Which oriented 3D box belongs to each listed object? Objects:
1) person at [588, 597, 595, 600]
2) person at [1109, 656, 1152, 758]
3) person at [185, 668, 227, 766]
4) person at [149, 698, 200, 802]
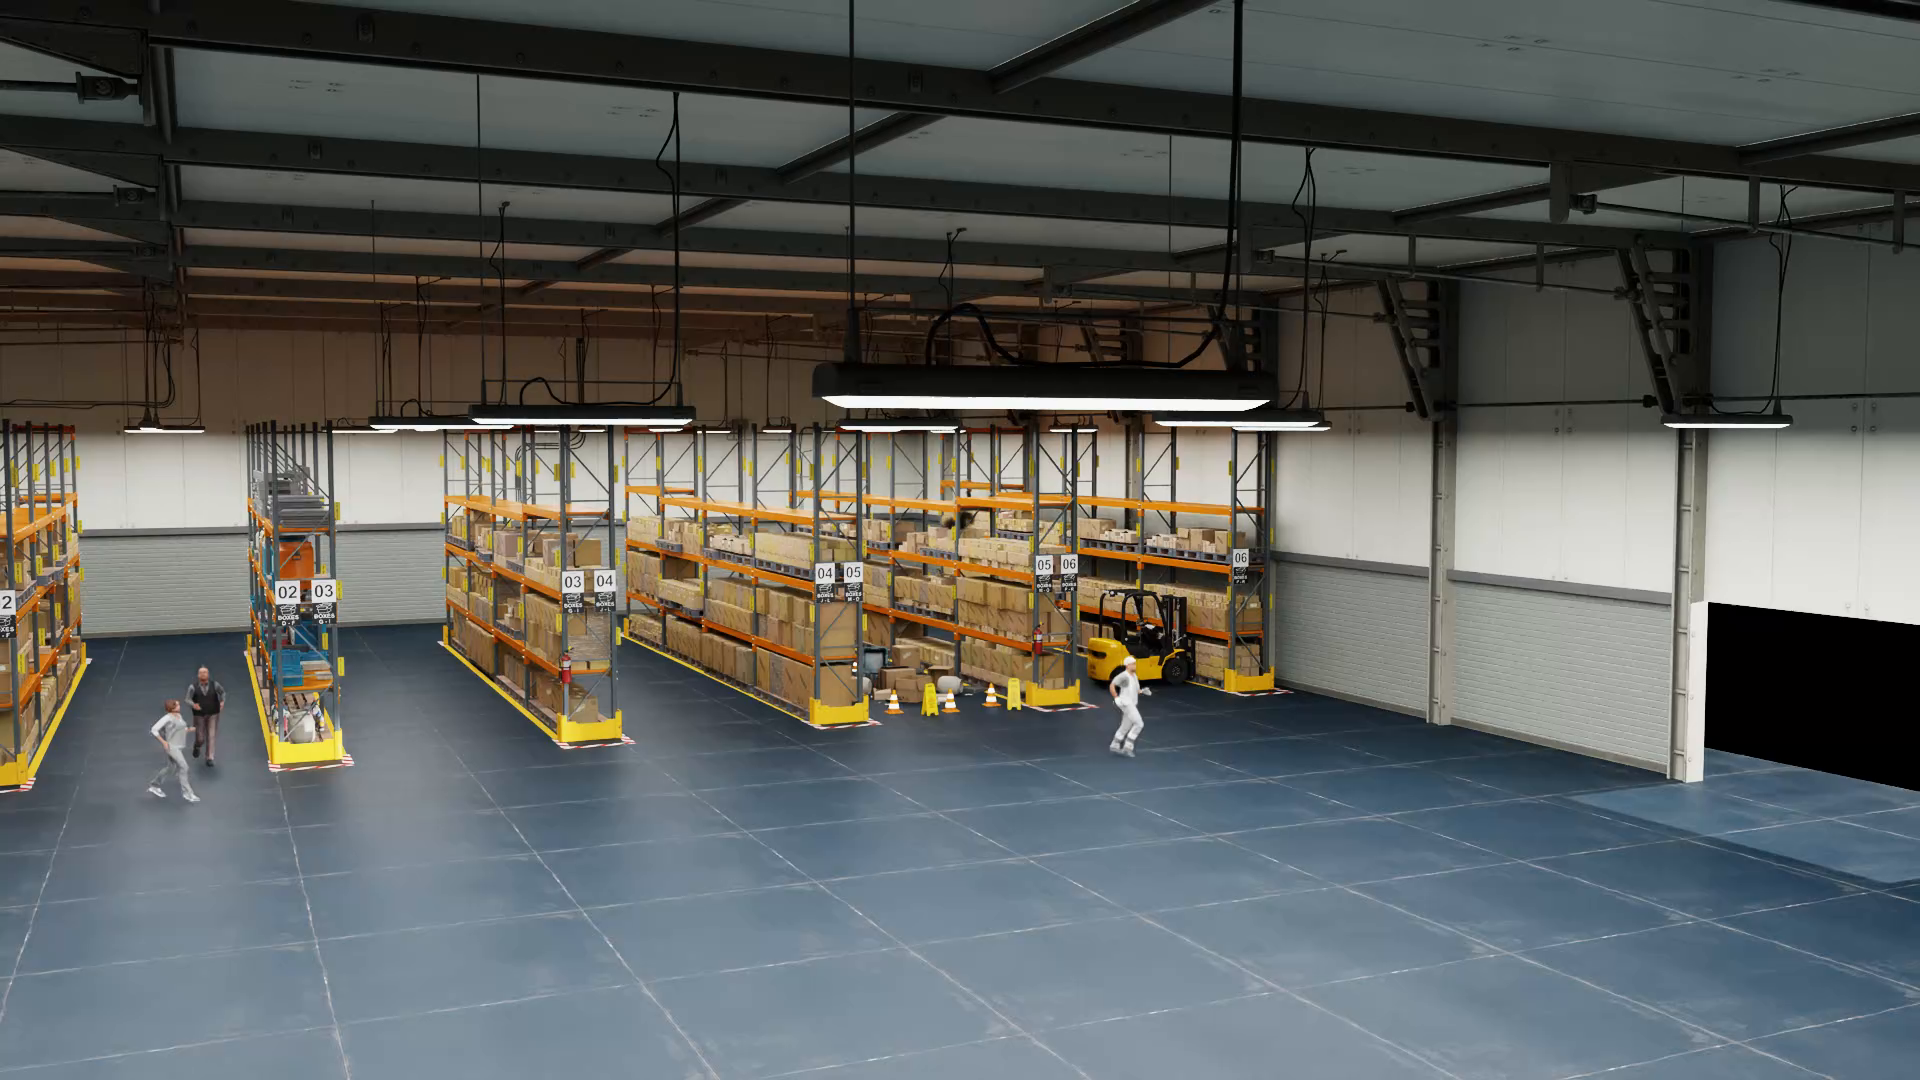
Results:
[{"bbox_3d":[-10.550,2.000,46.706,0.662,1.533,0.504,0,4,0],"label":"person"},{"bbox_3d":[3.040,2.984,29.736,0.738,1.816,0.642,1,4,21],"label":"person"},{"bbox_3d":[-13.148,3.077,29.000,0.651,1.664,0.855,-2,4,-26],"label":"person"},{"bbox_3d":[-12.291,3.279,25.976,0.822,1.618,0.522,0,4,-4],"label":"person"}]
